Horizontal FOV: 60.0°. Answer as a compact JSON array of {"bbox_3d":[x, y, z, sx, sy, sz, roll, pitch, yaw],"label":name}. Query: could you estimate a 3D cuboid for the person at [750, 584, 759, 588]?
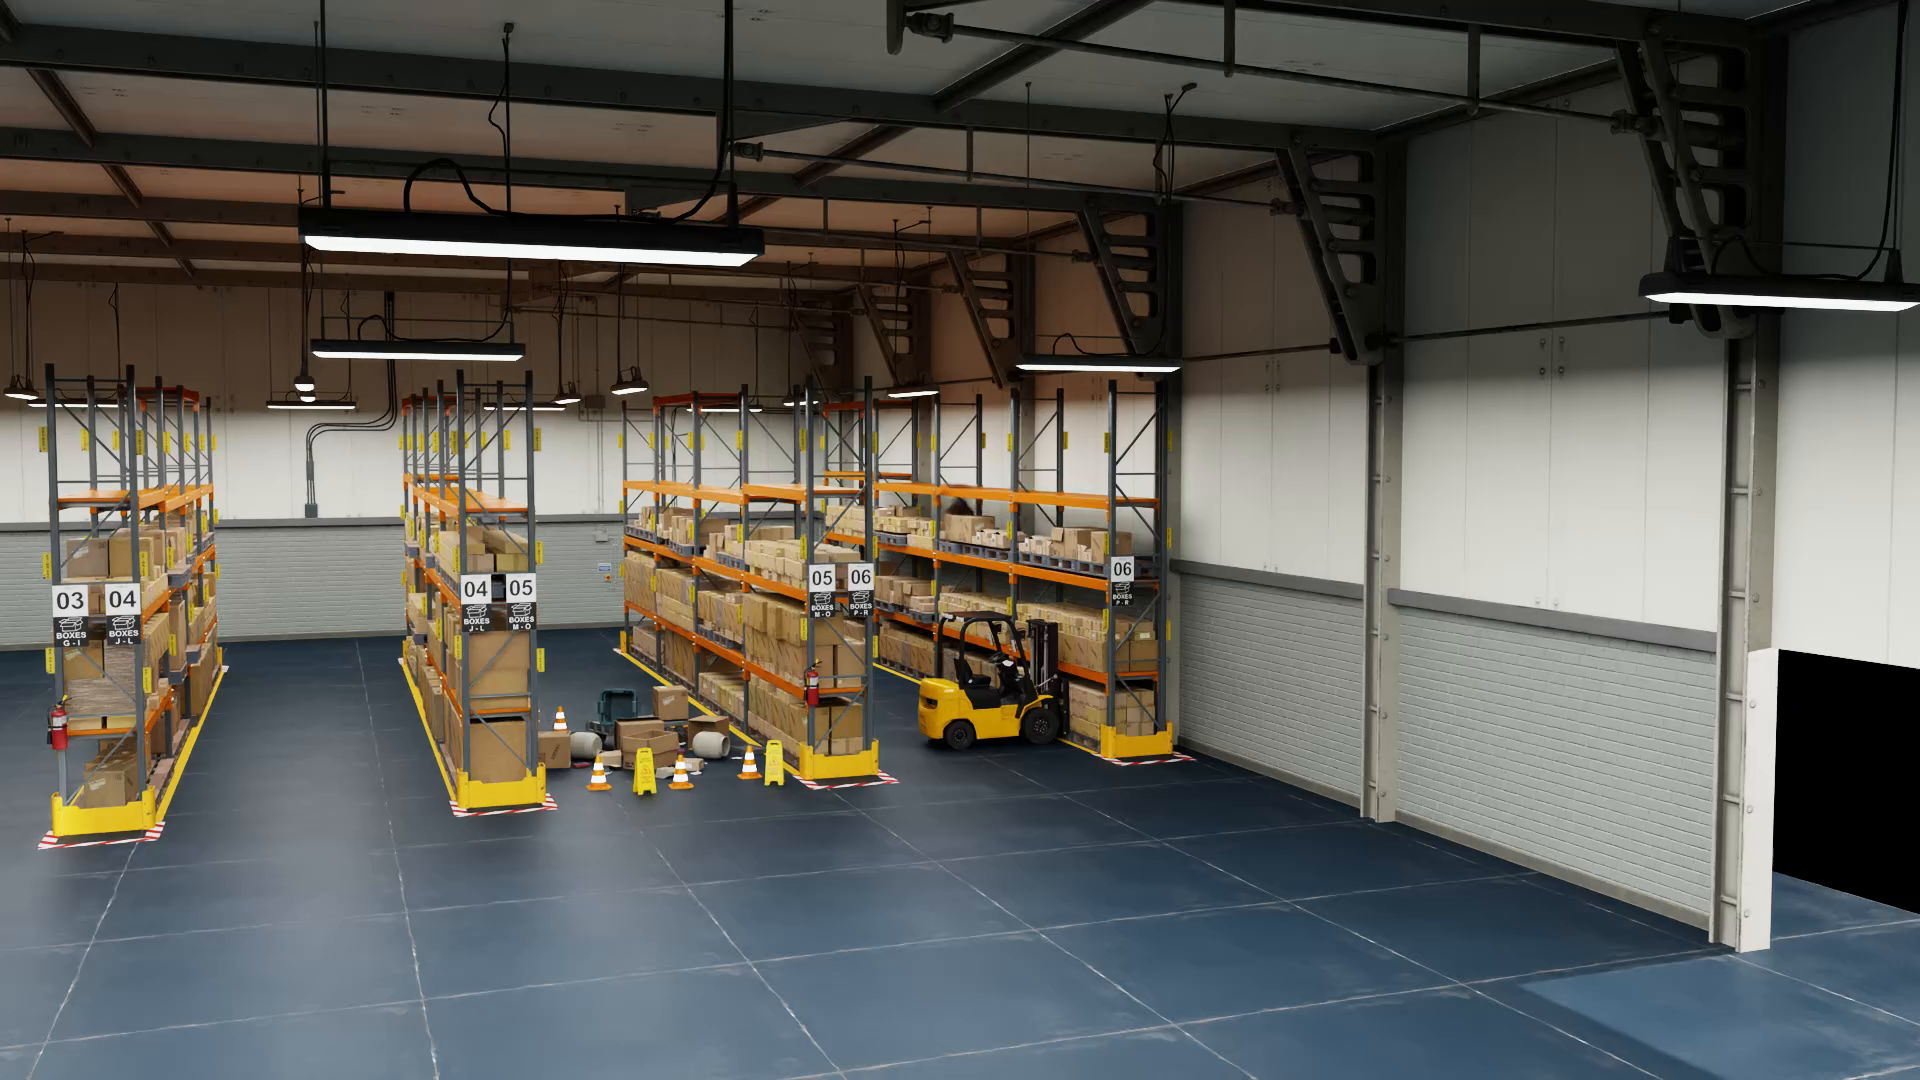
[{"bbox_3d":[-5.248,1.593,43.011,0.550,1.799,0.384,0,3,3],"label":"person"}]
